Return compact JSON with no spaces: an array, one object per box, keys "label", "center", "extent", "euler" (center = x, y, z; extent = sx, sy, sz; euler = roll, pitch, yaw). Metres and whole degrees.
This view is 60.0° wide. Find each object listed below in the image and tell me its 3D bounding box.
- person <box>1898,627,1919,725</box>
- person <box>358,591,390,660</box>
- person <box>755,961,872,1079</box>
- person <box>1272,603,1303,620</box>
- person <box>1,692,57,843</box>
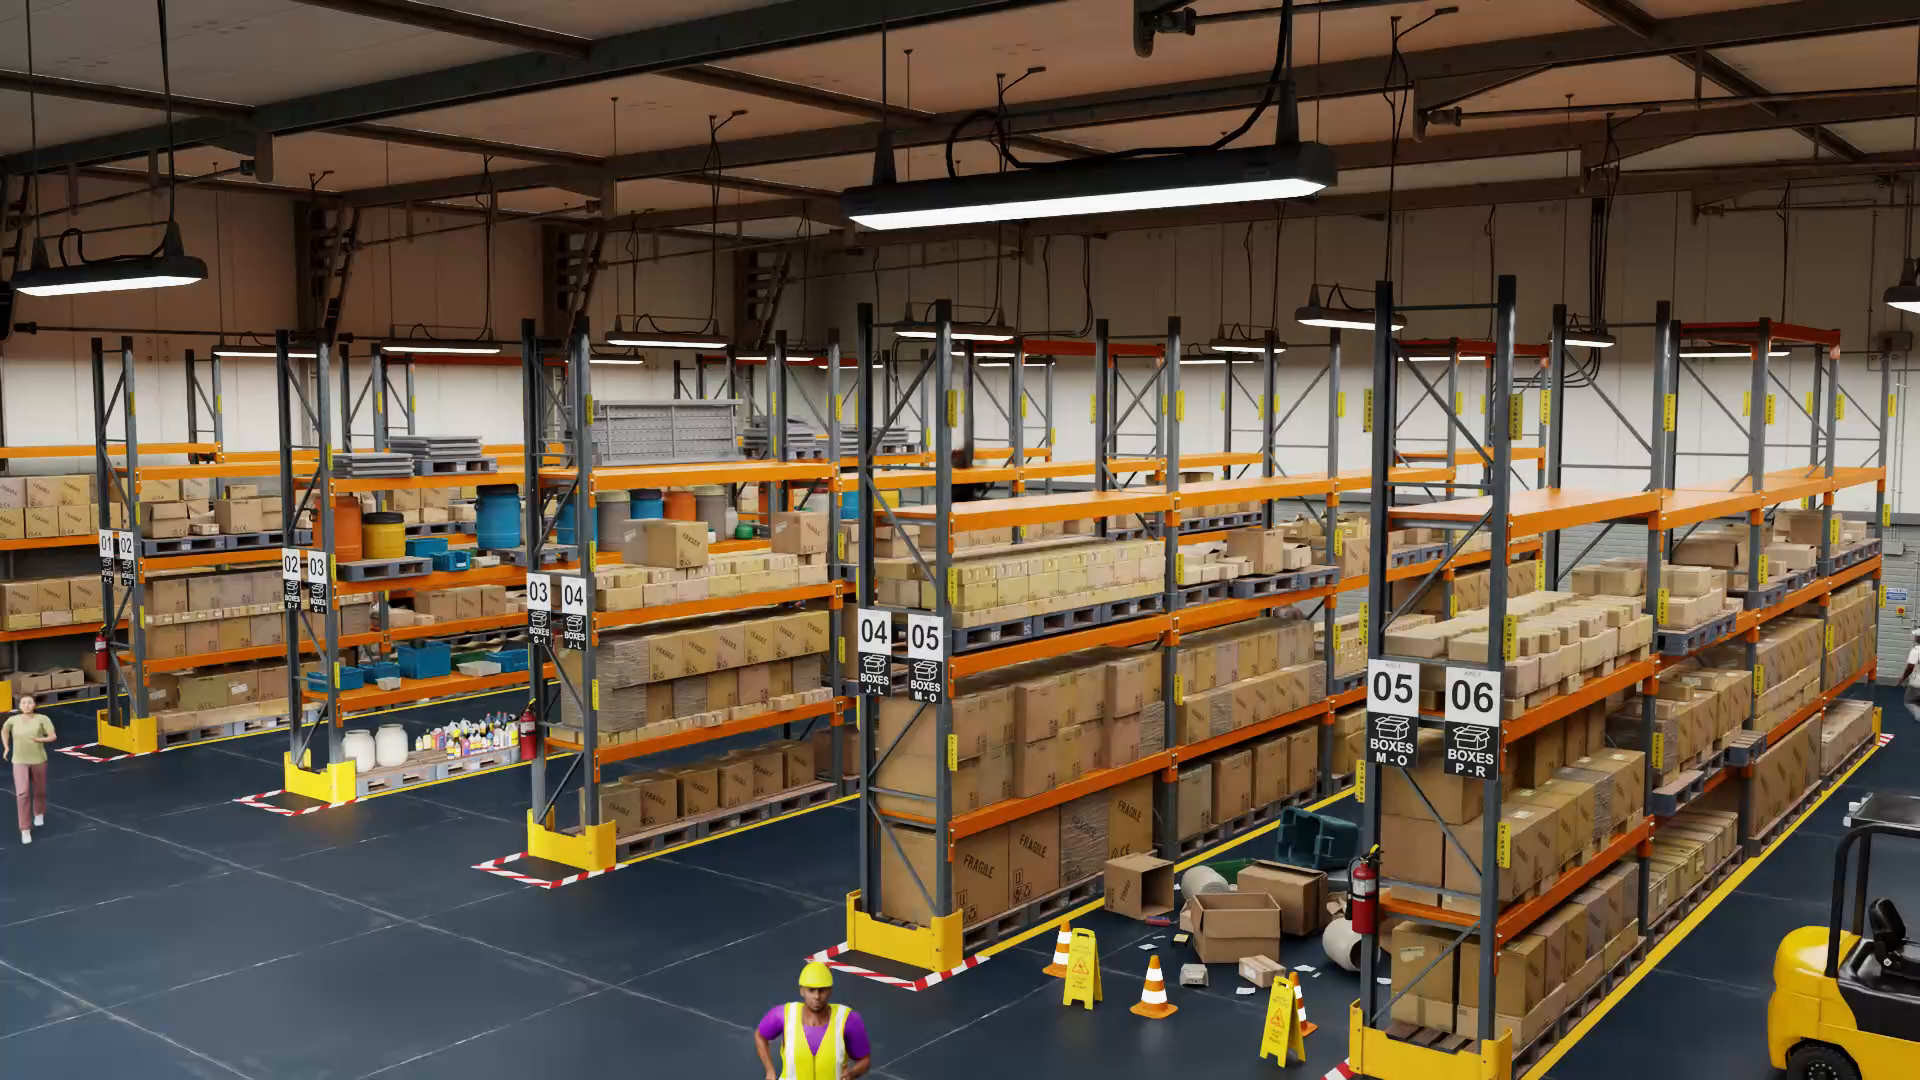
[{"label":"person","center":[14.406,2.135,24.953],"extent":[0.779,1.714,0.513],"euler":[-1,5,-9]},{"label":"person","center":[-10.310,1.728,29.371],"extent":[0.717,1.752,0.981],"euler":[3,6,32]},{"label":"person","center":[-0.868,3.423,9.979],"extent":[0.674,1.832,0.785],"euler":[-1,5,-12]},{"label":"person","center":[5.551,1.798,28.397],"extent":[0.680,1.837,0.875],"euler":[3,6,31]},{"label":"person","center":[-10.875,2.614,19.451],"extent":[0.568,1.677,0.942],"euler":[-3,6,-29]}]
